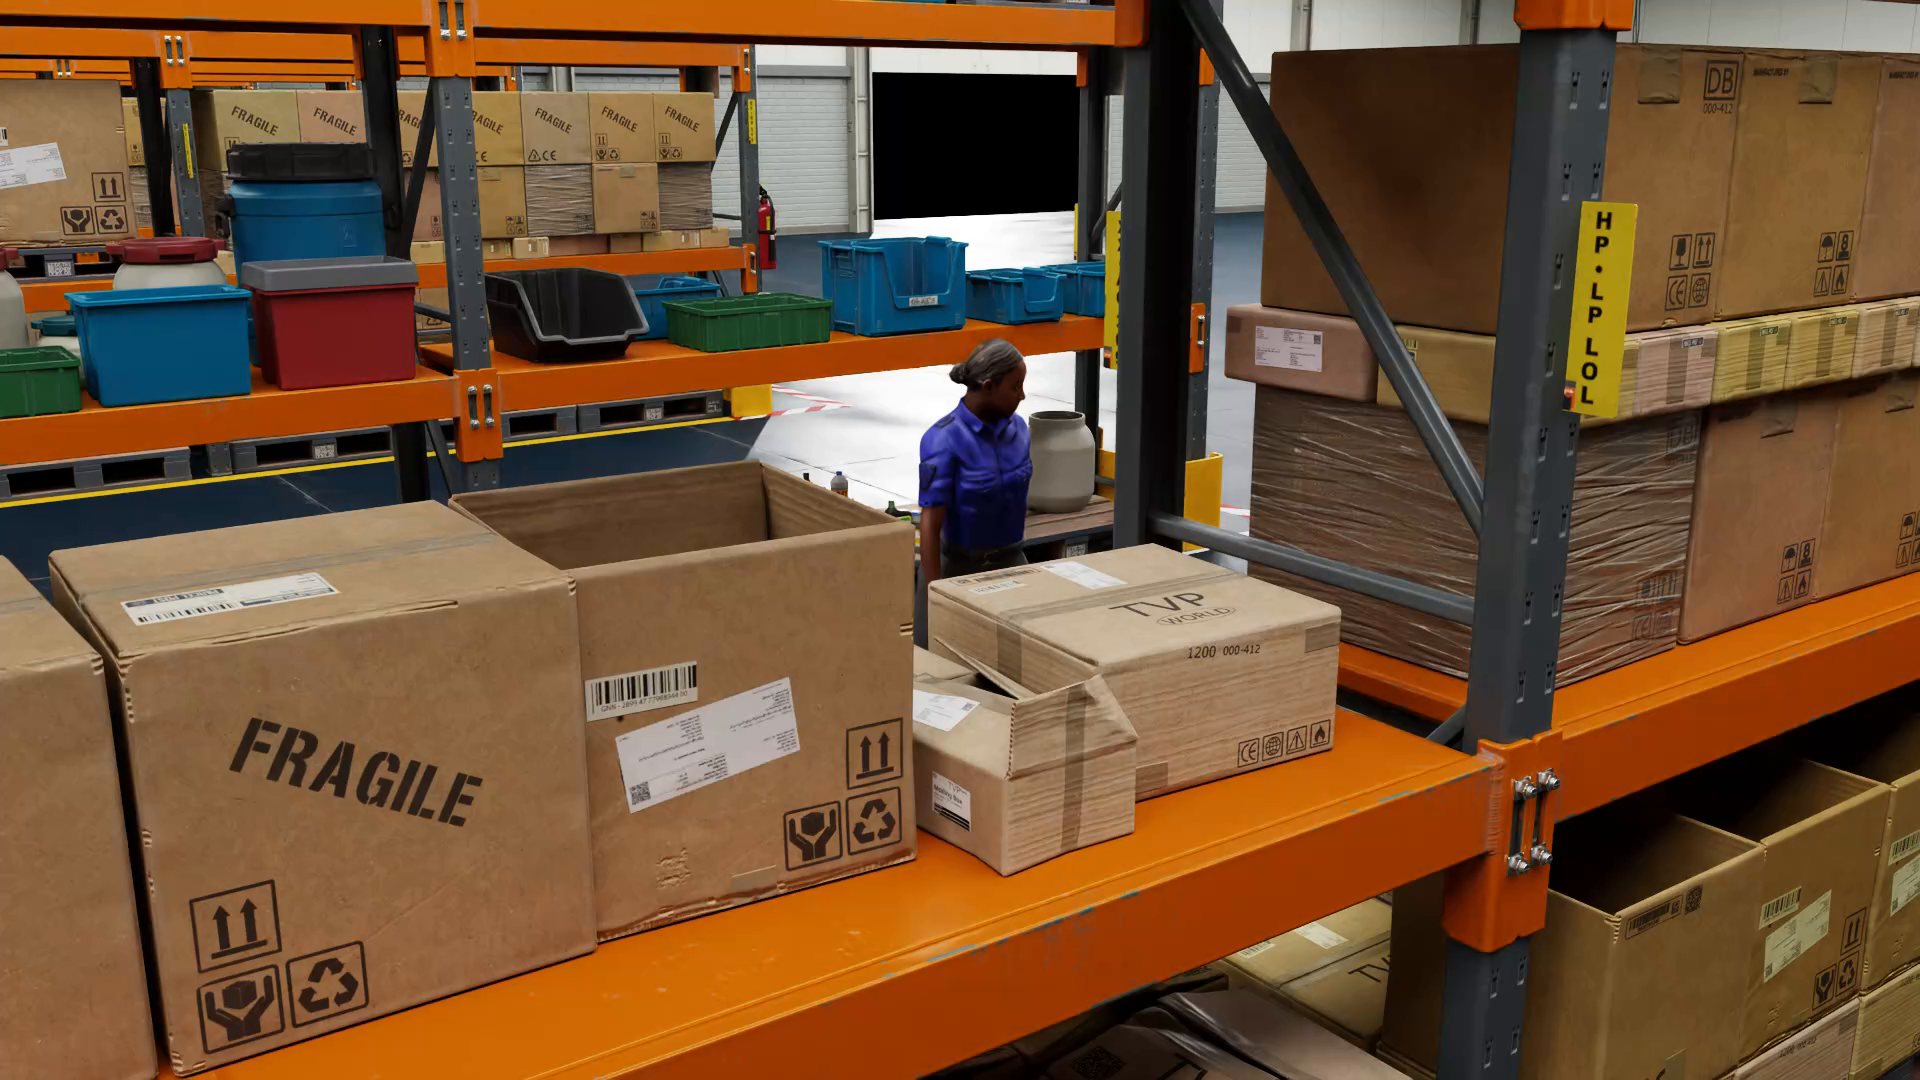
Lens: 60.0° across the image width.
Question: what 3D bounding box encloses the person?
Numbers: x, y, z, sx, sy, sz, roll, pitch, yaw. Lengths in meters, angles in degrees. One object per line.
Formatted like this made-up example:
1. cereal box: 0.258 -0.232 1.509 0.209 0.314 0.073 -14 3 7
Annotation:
1. person: 0.095 0.138 5.468 0.660 1.617 0.797 -9 17 -30
